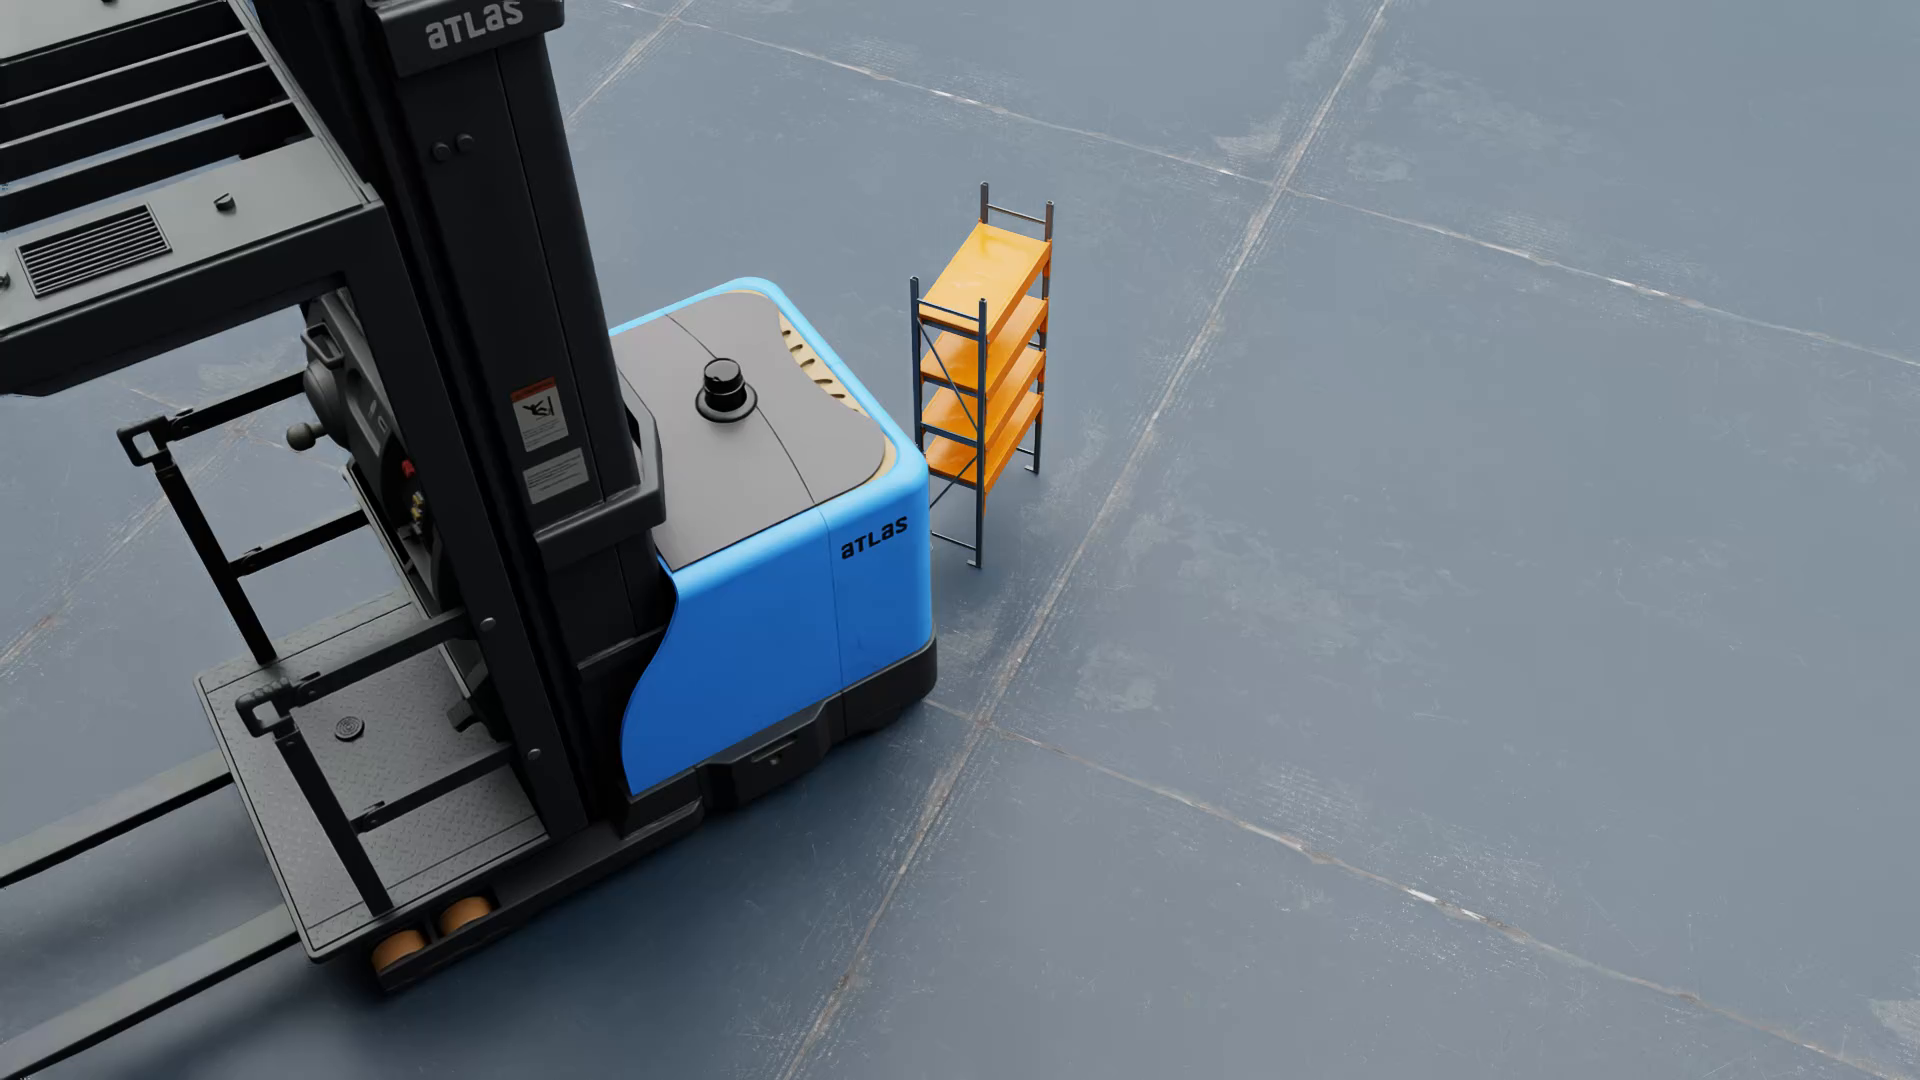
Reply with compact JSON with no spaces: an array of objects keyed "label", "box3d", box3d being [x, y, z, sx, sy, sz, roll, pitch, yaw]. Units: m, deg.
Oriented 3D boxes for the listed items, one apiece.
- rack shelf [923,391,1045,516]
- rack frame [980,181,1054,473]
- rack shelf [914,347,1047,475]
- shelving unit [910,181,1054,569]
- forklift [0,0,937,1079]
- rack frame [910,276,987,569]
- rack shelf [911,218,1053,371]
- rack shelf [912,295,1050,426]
[{"label":"rack shelf","box3d":[0.071,-0.331,5.592,0.258,0.148,0.480,20,52,16]},{"label":"rack frame","box3d":[0.175,-0.671,5.533,0.240,1.200,0.015,20,52,16]},{"label":"rack shelf","box3d":[0.071,-0.459,5.441,0.258,0.148,0.480,20,52,16]},{"label":"shelving unit","box3d":[0.071,-0.503,5.390,0.258,1.200,0.503,20,52,16]},{"label":"forklift","box3d":[-1.589,-0.161,3.962,3.031,2.935,1.130,-26,54,-20]},{"label":"rack frame","box3d":[-0.034,-0.335,5.247,0.240,1.200,0.015,20,52,16]},{"label":"rack shelf","box3d":[0.071,-0.757,5.091,0.258,0.148,0.480,20,52,16]},{"label":"rack shelf","box3d":[0.071,-0.604,5.271,0.258,0.148,0.480,20,52,16]}]
